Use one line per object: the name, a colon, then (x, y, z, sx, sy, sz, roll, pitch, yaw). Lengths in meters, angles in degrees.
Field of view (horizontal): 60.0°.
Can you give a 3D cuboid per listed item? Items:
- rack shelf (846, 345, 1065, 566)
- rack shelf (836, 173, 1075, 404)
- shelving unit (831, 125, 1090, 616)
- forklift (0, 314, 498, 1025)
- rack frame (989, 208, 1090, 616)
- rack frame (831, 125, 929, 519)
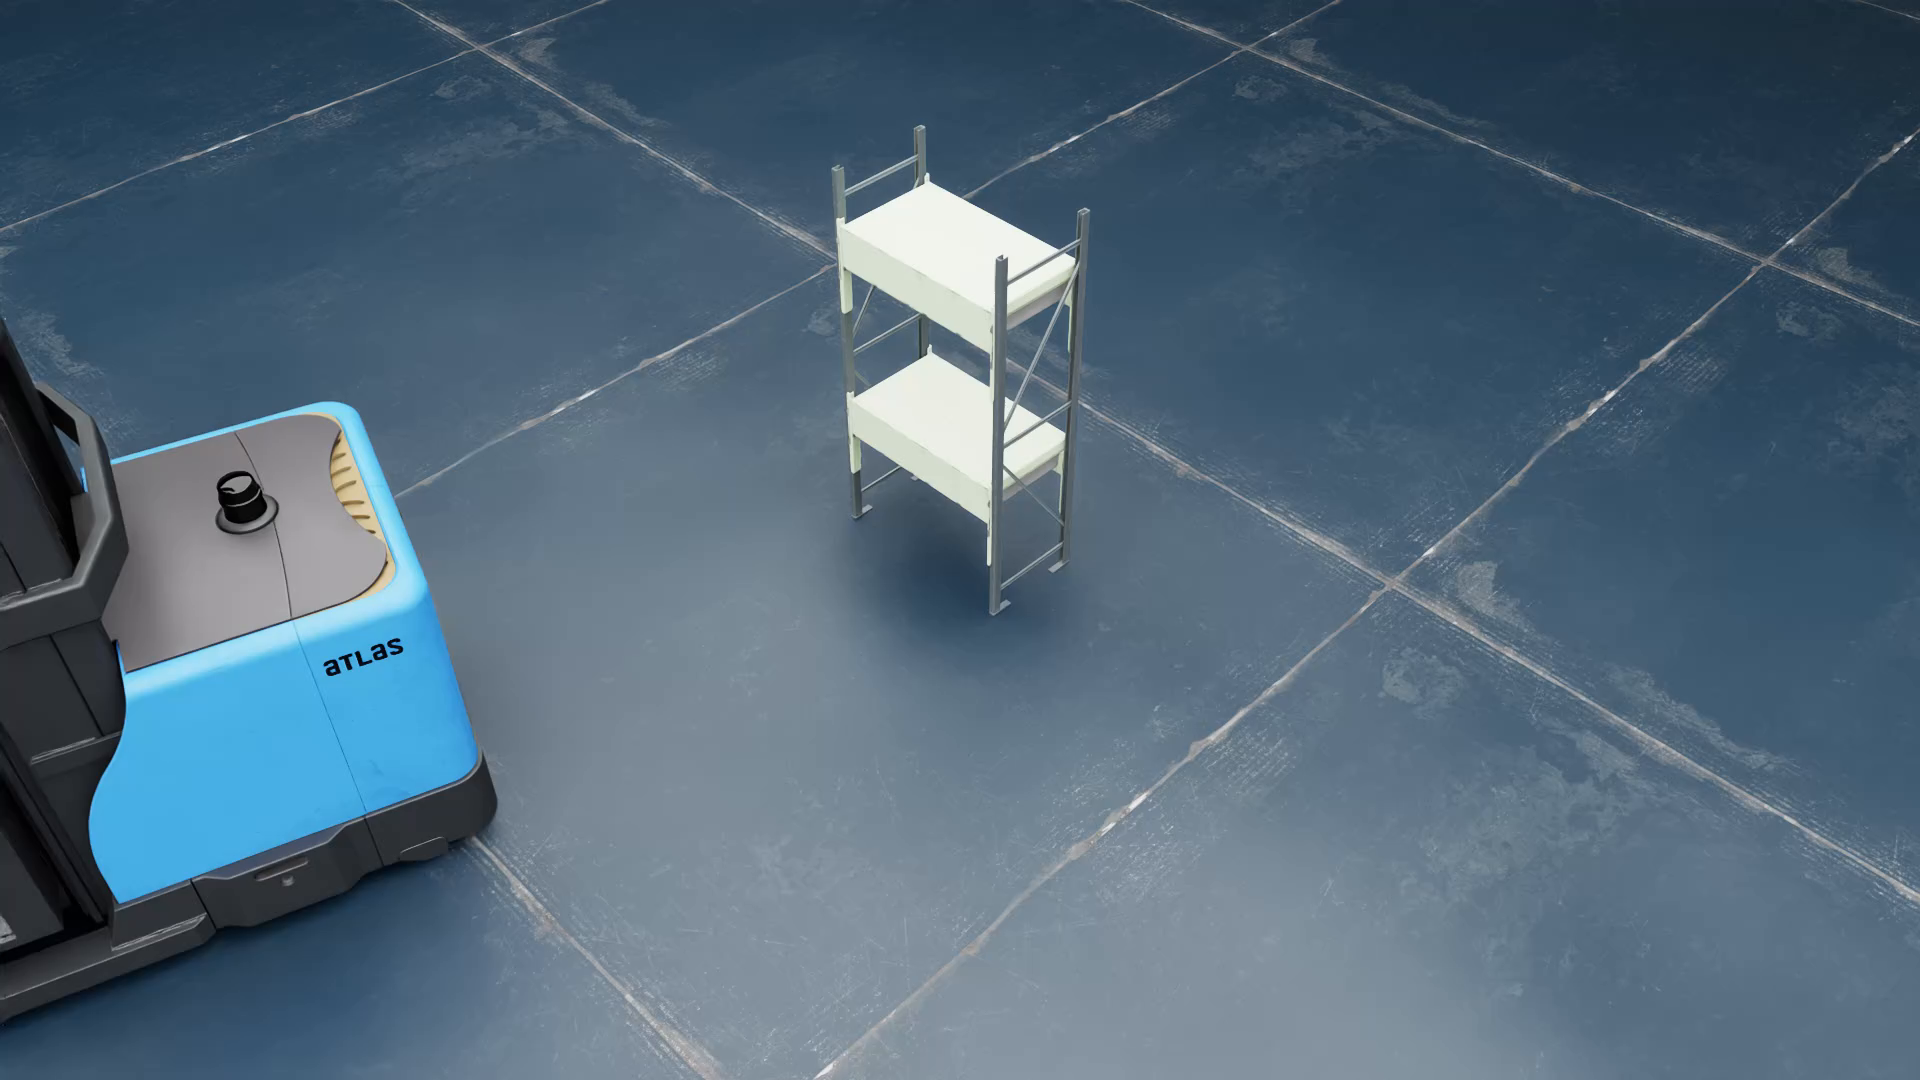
rack shelf: (-0.005, -0.315, 5.966, 0.431, 0.370, 0.720, -34, 53, -31)
rack shelf: (-0.005, -0.841, 5.480, 0.431, 0.370, 0.720, -34, 53, -31)
shelving unit: (-0.005, -0.554, 5.744, 0.431, 1.500, 0.755, -34, 53, -31)
forklift: (-3.005, 0.011, 4.079, 3.031, 2.935, 1.130, -19, 46, -20)
rack frame: (0.254, -0.378, 5.554, 0.400, 1.500, 0.023, -34, 53, -31)
rack frame: (-0.263, -0.730, 5.935, 0.400, 1.500, 0.023, -34, 53, -31)
